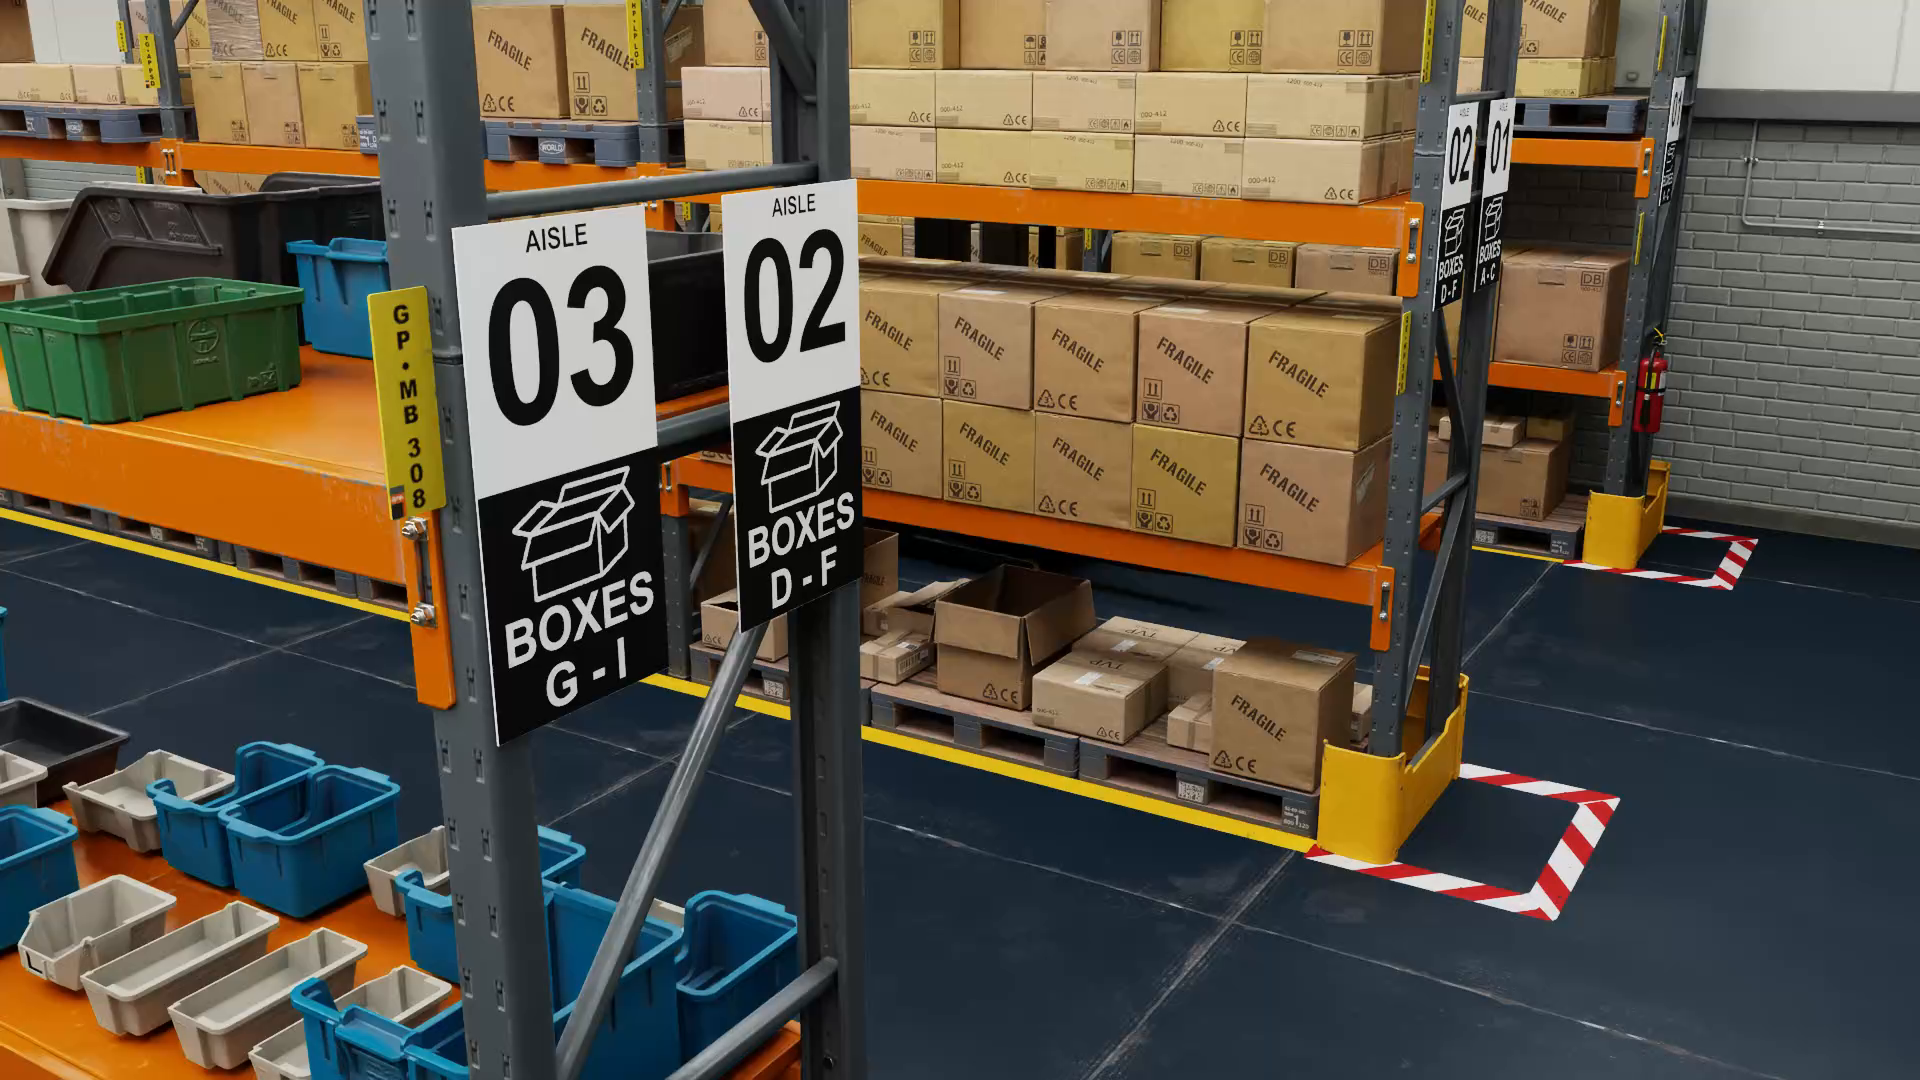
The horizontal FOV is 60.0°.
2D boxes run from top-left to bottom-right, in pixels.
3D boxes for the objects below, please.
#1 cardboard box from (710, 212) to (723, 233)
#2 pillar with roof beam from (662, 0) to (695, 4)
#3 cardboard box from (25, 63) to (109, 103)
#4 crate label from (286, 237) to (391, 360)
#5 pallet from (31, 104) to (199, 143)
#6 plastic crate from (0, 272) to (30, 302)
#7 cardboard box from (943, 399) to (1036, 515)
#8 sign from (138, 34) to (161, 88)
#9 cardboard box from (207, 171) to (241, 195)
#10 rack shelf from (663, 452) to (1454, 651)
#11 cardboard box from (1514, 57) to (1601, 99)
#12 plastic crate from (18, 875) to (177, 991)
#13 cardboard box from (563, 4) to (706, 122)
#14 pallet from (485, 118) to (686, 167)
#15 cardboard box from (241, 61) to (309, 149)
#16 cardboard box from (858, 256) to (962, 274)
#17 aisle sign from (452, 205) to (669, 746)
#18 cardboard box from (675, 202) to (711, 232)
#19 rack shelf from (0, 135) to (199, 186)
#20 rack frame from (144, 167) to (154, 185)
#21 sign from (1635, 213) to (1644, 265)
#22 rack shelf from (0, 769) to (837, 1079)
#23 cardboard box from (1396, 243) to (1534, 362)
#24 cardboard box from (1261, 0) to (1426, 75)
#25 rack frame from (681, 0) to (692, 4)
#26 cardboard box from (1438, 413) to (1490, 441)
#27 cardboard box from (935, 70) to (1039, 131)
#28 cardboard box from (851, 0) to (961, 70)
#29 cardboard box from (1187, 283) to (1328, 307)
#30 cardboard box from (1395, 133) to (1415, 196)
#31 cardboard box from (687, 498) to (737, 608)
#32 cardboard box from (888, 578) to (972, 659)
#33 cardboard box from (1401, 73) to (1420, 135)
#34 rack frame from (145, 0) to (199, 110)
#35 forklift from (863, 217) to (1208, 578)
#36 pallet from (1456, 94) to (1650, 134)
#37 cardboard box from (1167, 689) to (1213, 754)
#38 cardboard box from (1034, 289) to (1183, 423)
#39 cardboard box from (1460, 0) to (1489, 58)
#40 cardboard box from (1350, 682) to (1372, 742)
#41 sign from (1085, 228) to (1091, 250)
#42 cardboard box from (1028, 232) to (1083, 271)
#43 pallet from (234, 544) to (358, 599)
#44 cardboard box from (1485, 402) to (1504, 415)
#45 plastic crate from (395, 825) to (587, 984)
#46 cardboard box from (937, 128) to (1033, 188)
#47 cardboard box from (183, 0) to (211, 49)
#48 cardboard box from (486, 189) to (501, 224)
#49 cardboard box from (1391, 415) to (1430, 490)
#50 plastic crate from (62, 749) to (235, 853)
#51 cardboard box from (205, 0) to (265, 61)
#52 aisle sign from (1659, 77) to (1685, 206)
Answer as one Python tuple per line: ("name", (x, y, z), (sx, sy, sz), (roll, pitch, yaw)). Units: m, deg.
("cardboard box", (-1.868, -2.681, 14.828), (0.500, 0.500, 0.500), (11, 20, 32))
("pillar with roof beam", (-5.056, -4.835, 12.315), (0.400, 9.000, 9.100), (10, 20, 30))
("cardboard box", (-6.091, -3.176, 11.550), (0.500, 0.250, 0.500), (10, 19, 29))
("crate label", (-1.133, -0.533, 3.568), (0.502, 0.251, 0.408), (10, 20, 30))
("pallet", (-5.362, -2.817, 11.158), (1.003, 0.211, 1.213), (11, 20, 33))
("plastic crate", (-2.406, -0.510, 3.692), (0.530, 0.136, 0.437), (10, 20, 30))
("cardboard box", (0.260, -0.455, 8.046), (0.500, 0.500, 0.500), (10, 19, 29))
("sign", (-5.035, -2.975, 10.329), (0.005, 0.325, 0.100), (10, 20, 30))
("cardboard box", (-7.862, -3.827, 18.253), (0.500, 0.500, 0.500), (9, 19, 28))
("rack shelf", (0.376, -0.134, 8.400), (4.000, 0.370, 1.077), (10, 20, 30))
("cardboard box", (3.906, -3.060, 10.995), (0.500, 0.250, 0.500), (11, 20, 32))
("plastic crate", (-2.057, 0.946, 3.957), (0.250, 0.136, 0.298), (10, 20, 30))
("cardboard box", (-1.719, -2.609, 9.083), (0.600, 0.600, 0.600), (8, 19, 25))
("pallet", (-1.848, -2.245, 9.272), (1.003, 0.211, 1.213), (10, 20, 30))
("cardboard box", (-3.913, -2.739, 10.403), (0.500, 0.500, 0.910), (10, 20, 30))
("cardboard box", (-0.324, -1.219, 8.841), (0.500, 0.500, 0.500), (10, 19, 29))
("aisle sign", (-0.608, -0.108, 2.605), (0.004, 0.787, 0.394), (10, 20, 30))
("cardboard box", (-2.554, -2.946, 15.490), (0.500, 0.500, 0.700), (8, 18, 24))
("rack shelf", (-6.441, -2.786, 11.970), (4.000, 0.370, 1.077), (10, 20, 30))
("rack frame", (-8.965, -3.835, 19.347), (0.127, 3.000, 1.000), (10, 20, 30))
("sign", (4.373, -1.937, 10.697), (0.005, 0.325, 0.100), (10, 20, 30))
("rack shelf", (-2.220, 1.092, 4.363), (4.000, 0.370, 1.077), (10, 20, 30))
("cardboard box", (3.603, -1.728, 11.894), (0.700, 0.700, 0.980), (10, 20, 30))
("cardboard box", (1.633, -2.210, 6.942), (0.500, 0.500, 0.700), (10, 20, 30))
("rack frame", (-2.148, -5.489, 14.469), (0.127, 3.000, 1.000), (10, 20, 30))
("cardboard box", (3.597, -0.812, 11.855), (0.250, 0.149, 0.380), (11, 20, 32))
("cardboard box", (0.229, -2.019, 7.605), (0.500, 0.250, 0.500), (10, 20, 30))
("cardboard box", (-0.113, -2.494, 7.878), (0.500, 0.500, 0.700), (10, 20, 30))
("cardboard box", (1.390, -0.911, 7.827), (0.500, 0.500, 0.500), (10, 20, 31))
("cardboard box", (1.775, -1.679, 7.344), (0.500, 0.250, 0.500), (10, 20, 30))
("cardboard box", (-1.613, 0.069, 10.037), (0.500, 0.500, 0.500), (9, 19, 28))
("cardboard box", (-0.056, 0.424, 9.194), (0.500, 0.311, 0.500), (10, 20, 30))
("cardboard box", (1.778, -1.920, 7.277), (0.500, 0.250, 0.500), (10, 20, 30))
("rack frame", (-4.737, -4.262, 10.428), (0.127, 3.000, 1.000), (10, 20, 30))
("forklift", (0.509, -1.295, 11.101), (3.031, 2.935, 1.130), (12, 21, 34))
("pallet", (4.031, -2.905, 11.275), (1.213, 0.211, 1.003), (10, 20, 30))
("cardboard box", (1.190, 0.865, 7.990), (0.250, 0.166, 0.380), (10, 20, 30))
("cardboard box", (0.681, -0.854, 7.641), (0.500, 0.500, 0.500), (11, 20, 32))
("cardboard box", (3.482, -3.495, 11.140), (0.500, 0.500, 0.500), (11, 20, 32))
("cardboard box", (1.903, 0.830, 8.134), (0.250, 0.149, 0.380), (10, 20, 30))
("sign", (0.985, -2.390, 12.734), (0.005, 0.325, 0.100), (10, 20, 30))
("cardboard box", (0.735, -2.218, 13.303), (0.500, 0.500, 0.500), (10, 19, 29))
("pallet", (-4.121, 0.066, 11.301), (1.213, 0.211, 1.003), (10, 20, 30))
("cardboard box", (3.799, -0.906, 12.165), (0.250, 0.149, 0.380), (10, 20, 30))
("plastic crate", (-1.115, 0.884, 3.995), (0.300, 0.233, 0.416), (10, 20, 30))
("cardboard box", (0.233, -1.782, 7.685), (0.500, 0.250, 0.500), (10, 20, 30))
("cardboard box", (-7.920, -5.524, 17.817), (0.500, 0.500, 0.500), (11, 20, 32))
("cardboard box", (-4.668, -3.313, 16.697), (0.500, 0.500, 0.700), (13, 21, 36))
("cardboard box", (1.840, -0.355, 7.717), (0.500, 0.500, 0.500), (11, 20, 31))
("plastic crate", (-2.283, 0.731, 4.663), (0.466, 0.136, 0.293), (10, 20, 30))
("cardboard box", (-4.369, -3.285, 10.481), (0.500, 0.500, 0.500), (10, 20, 30))
("aisle sign", (4.573, -2.560, 10.676), (0.004, 0.787, 0.394), (10, 20, 30))
